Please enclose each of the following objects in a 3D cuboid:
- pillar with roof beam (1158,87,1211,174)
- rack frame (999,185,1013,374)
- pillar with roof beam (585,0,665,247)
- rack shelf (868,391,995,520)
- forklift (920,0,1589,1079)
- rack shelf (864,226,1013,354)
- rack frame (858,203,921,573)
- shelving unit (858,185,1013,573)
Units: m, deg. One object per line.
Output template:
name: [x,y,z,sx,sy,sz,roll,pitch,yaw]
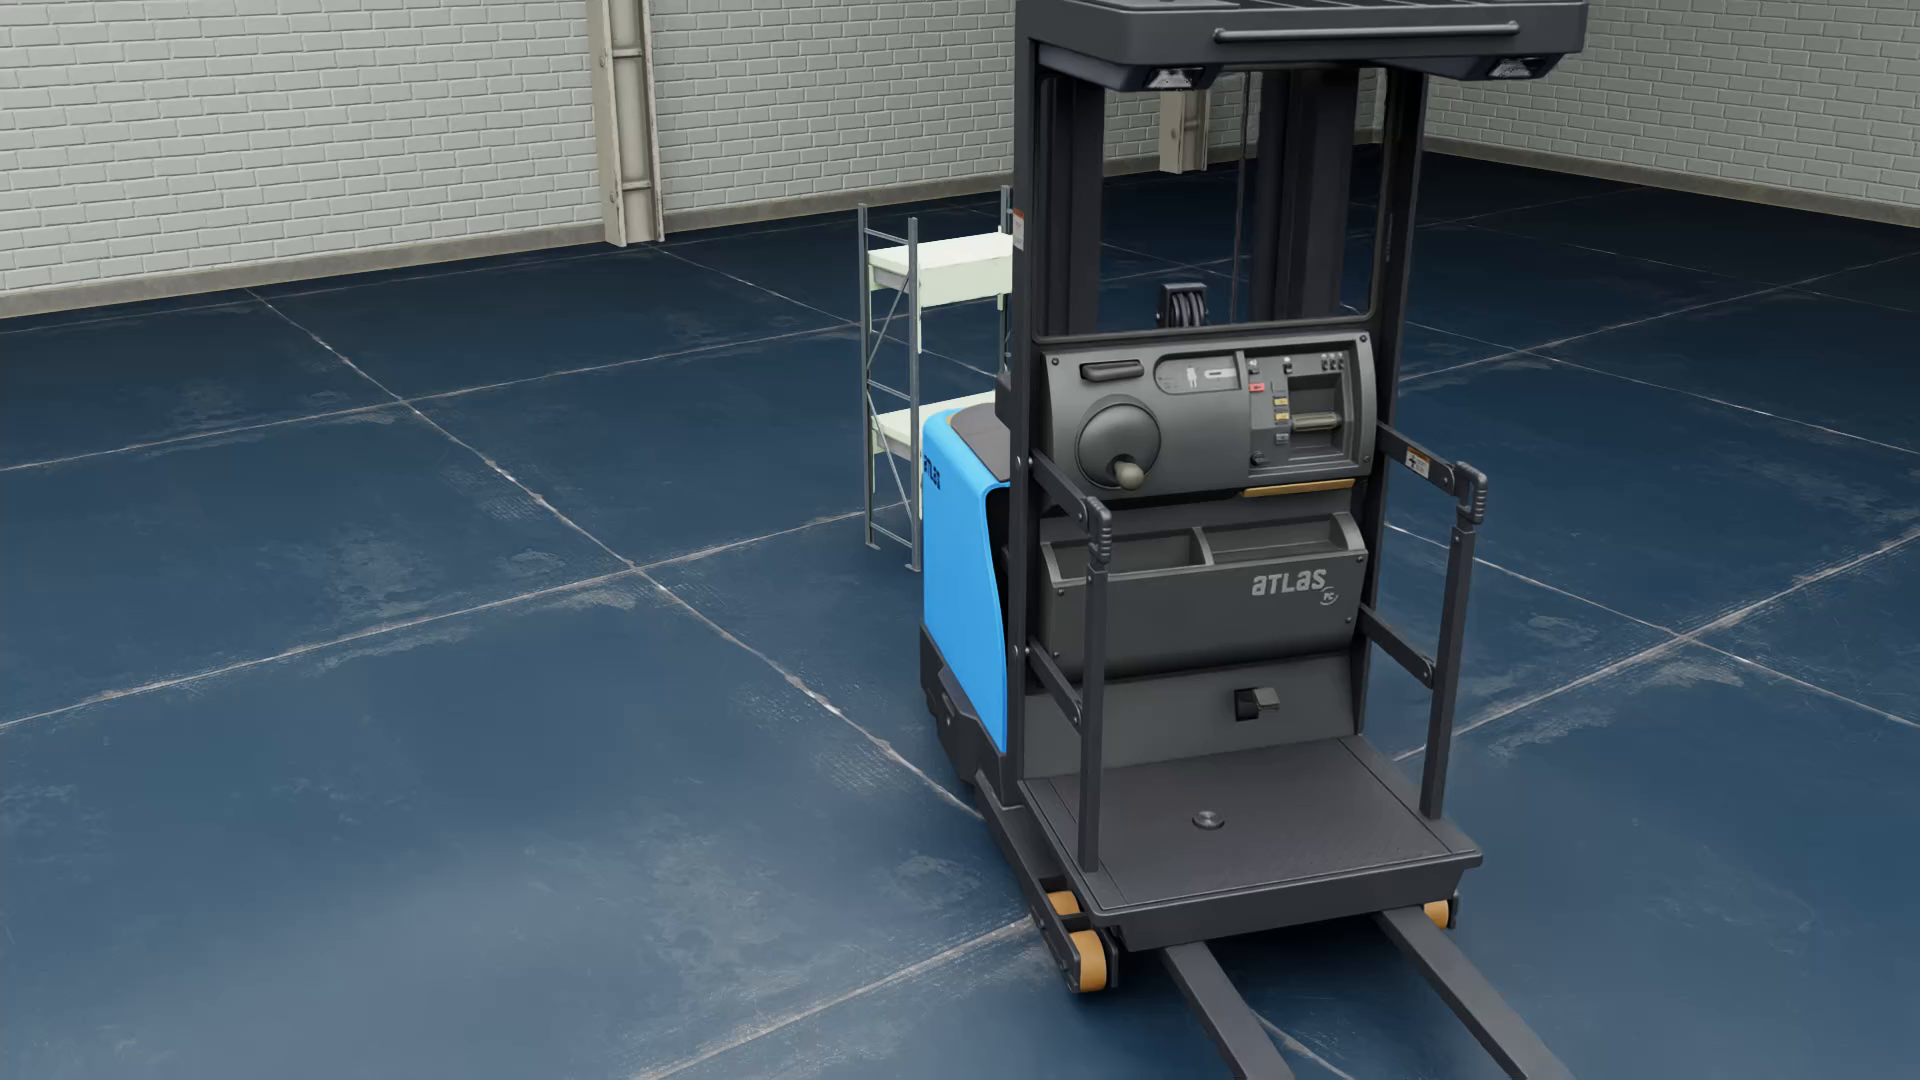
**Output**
pillar with roof beam: [4.748,-6.610,11.819,0.400,9.000,9.100,-15,26,-33]
rack frame: [0.303,-0.777,7.321,0.023,1.500,0.400,-15,26,-33]
pillar with roof beam: [-0.122,-5.311,8.565,0.400,9.000,9.100,-15,26,-33]
rack shelf: [0.005,-0.395,7.243,0.720,0.370,0.431,-15,26,-33]
forklift: [0.736,-0.323,4.251,1.130,2.935,3.031,-6,22,-14]
rack shelf: [0.005,-1.061,6.977,0.720,0.370,0.431,-15,26,-33]
rack frame: [-0.292,-0.619,6.924,0.023,1.500,0.400,-15,26,-33]
shelving unit: [0.005,-0.698,7.122,0.755,1.500,0.431,-15,26,-33]
